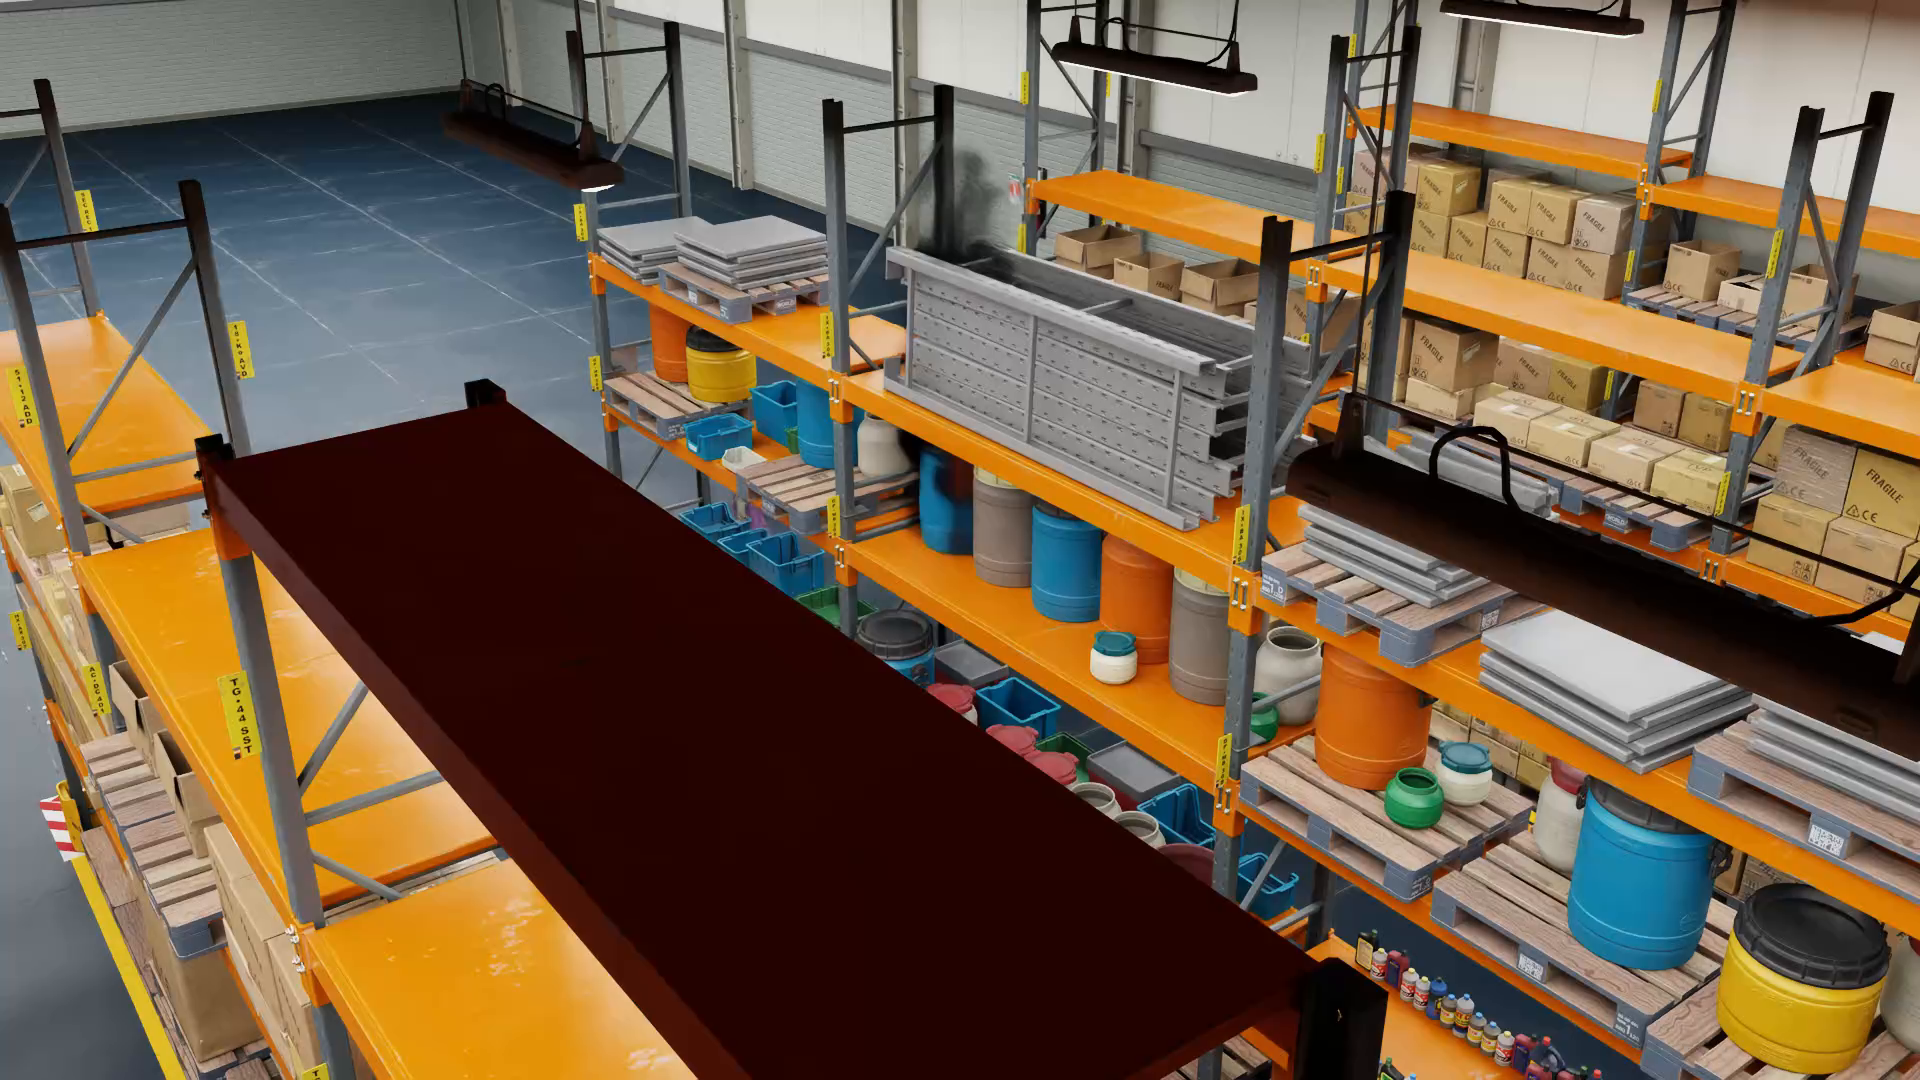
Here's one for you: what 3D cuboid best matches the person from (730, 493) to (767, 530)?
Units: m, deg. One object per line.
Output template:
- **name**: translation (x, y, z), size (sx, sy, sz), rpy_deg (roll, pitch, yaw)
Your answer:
- **person**: translation (-2.230, -0.084, 17.344), size (0.516, 1.492, 0.593), rpy_deg (14, 28, 28)
